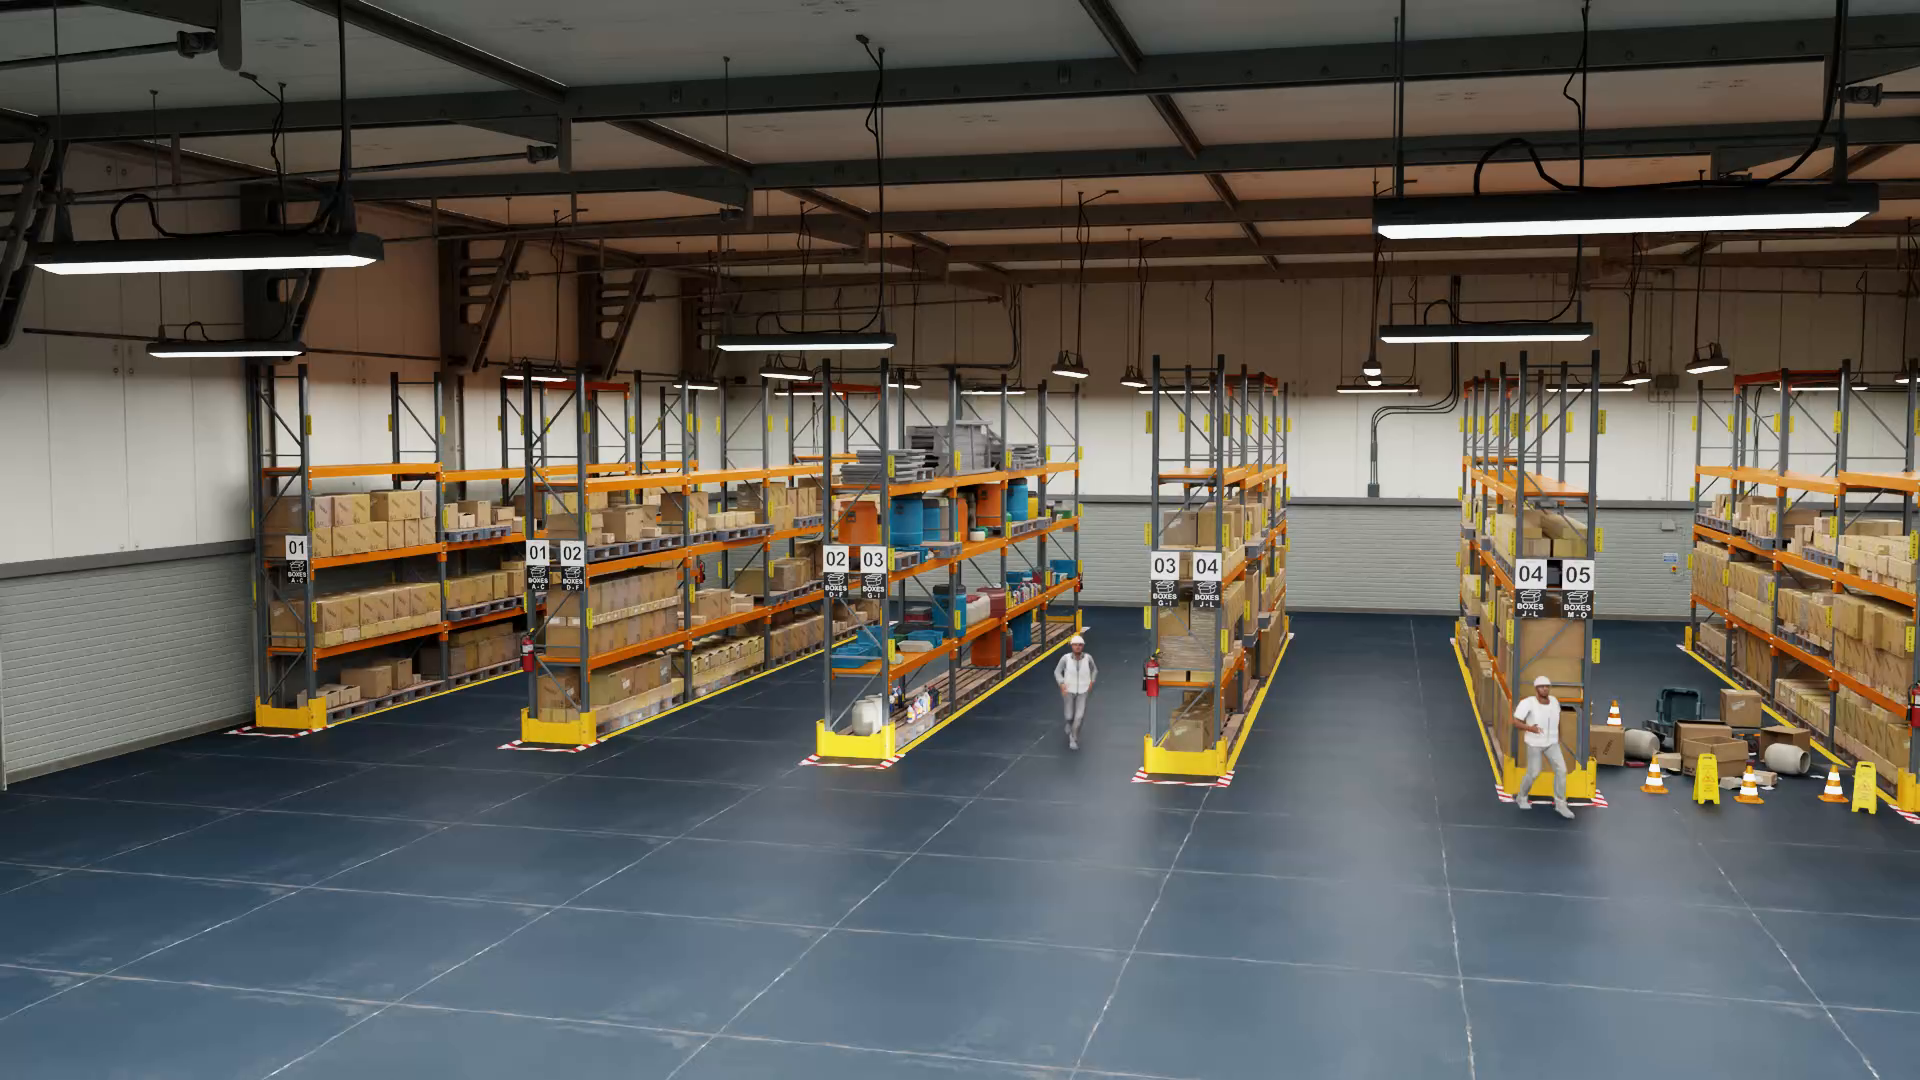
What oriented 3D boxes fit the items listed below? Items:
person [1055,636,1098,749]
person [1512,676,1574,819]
[{"bbox_3d":[1.821,2.355,25.990,0.681,1.745,0.675,0,4,-2],"label":"person"},{"bbox_3d":[7.467,2.617,21.279,0.751,1.750,0.818,-1,4,-12],"label":"person"}]
